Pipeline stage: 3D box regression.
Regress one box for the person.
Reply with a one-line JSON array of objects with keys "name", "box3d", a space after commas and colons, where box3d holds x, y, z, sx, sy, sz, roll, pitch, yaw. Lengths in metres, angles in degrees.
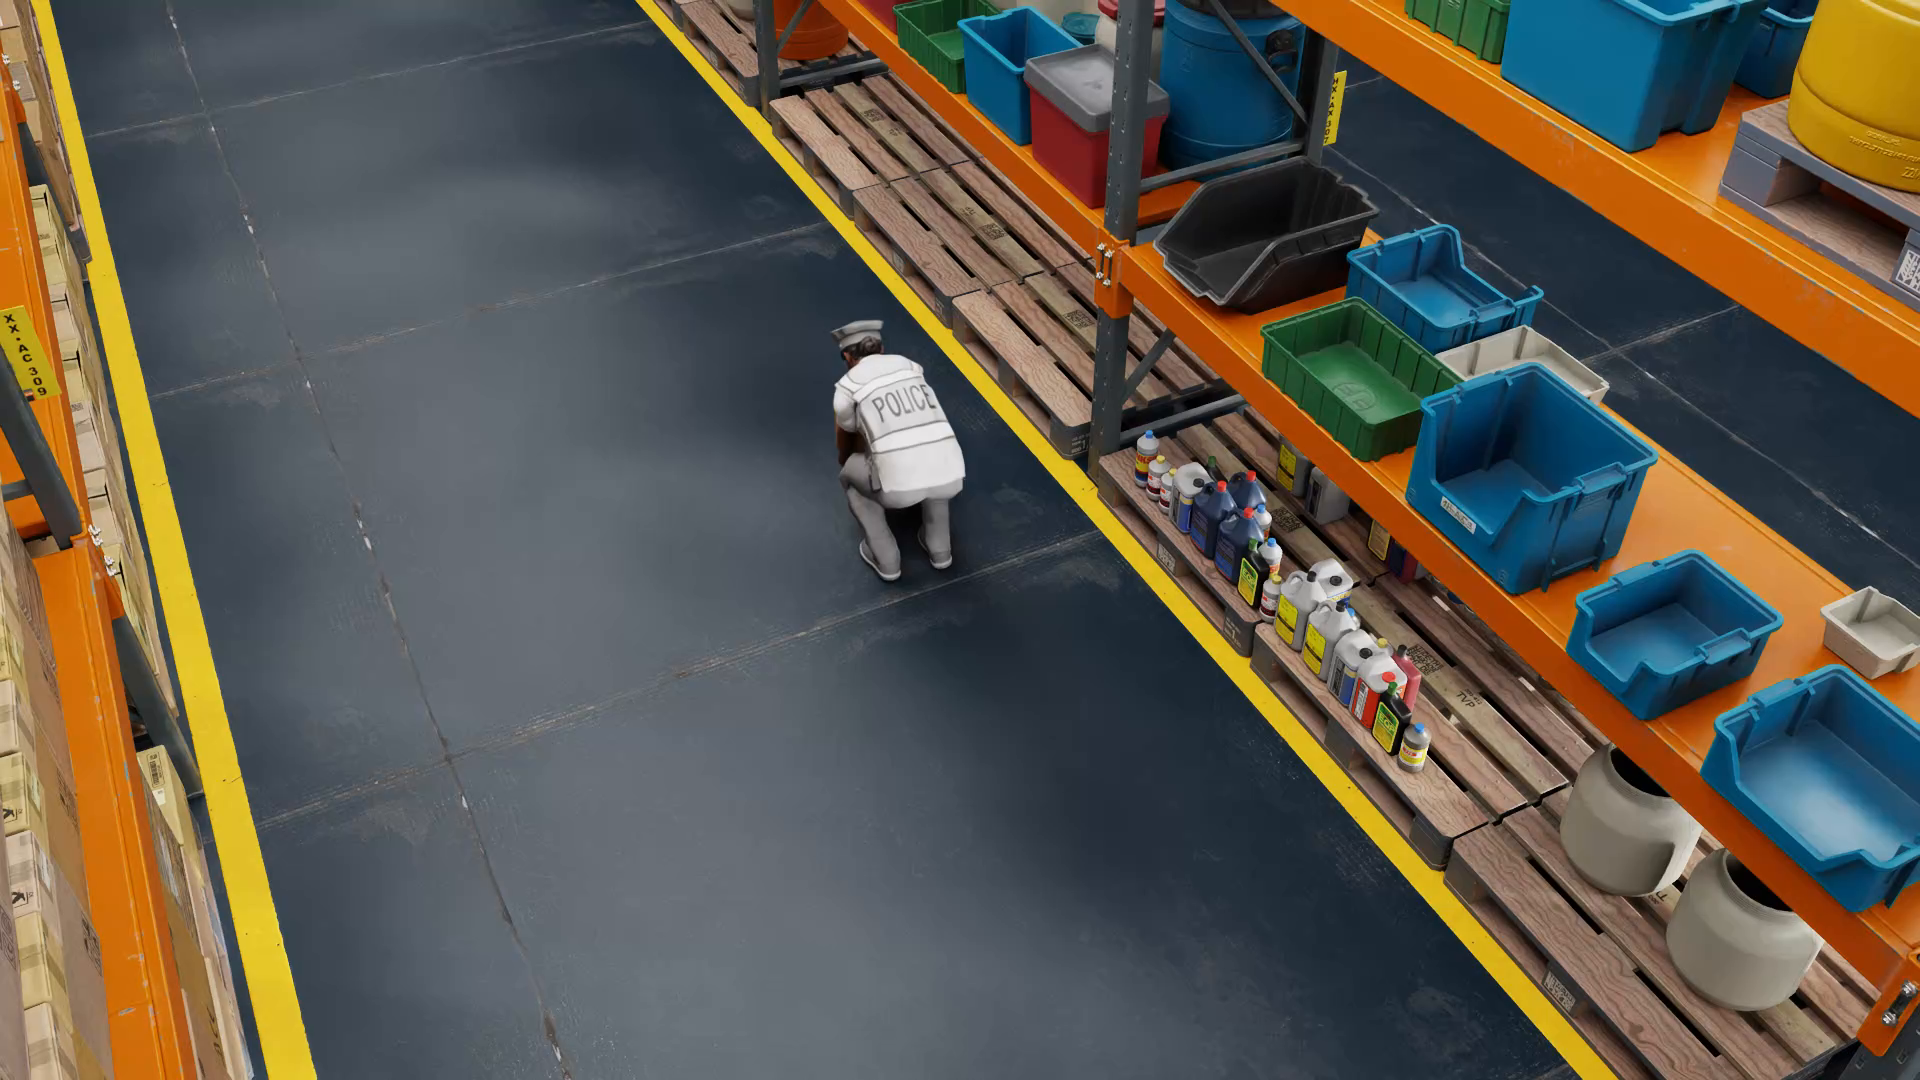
[{"name": "person", "box3d": [-0.288, -0.385, 7.122, 0.465, 0.974, 0.899, -14, 43, -16]}]
